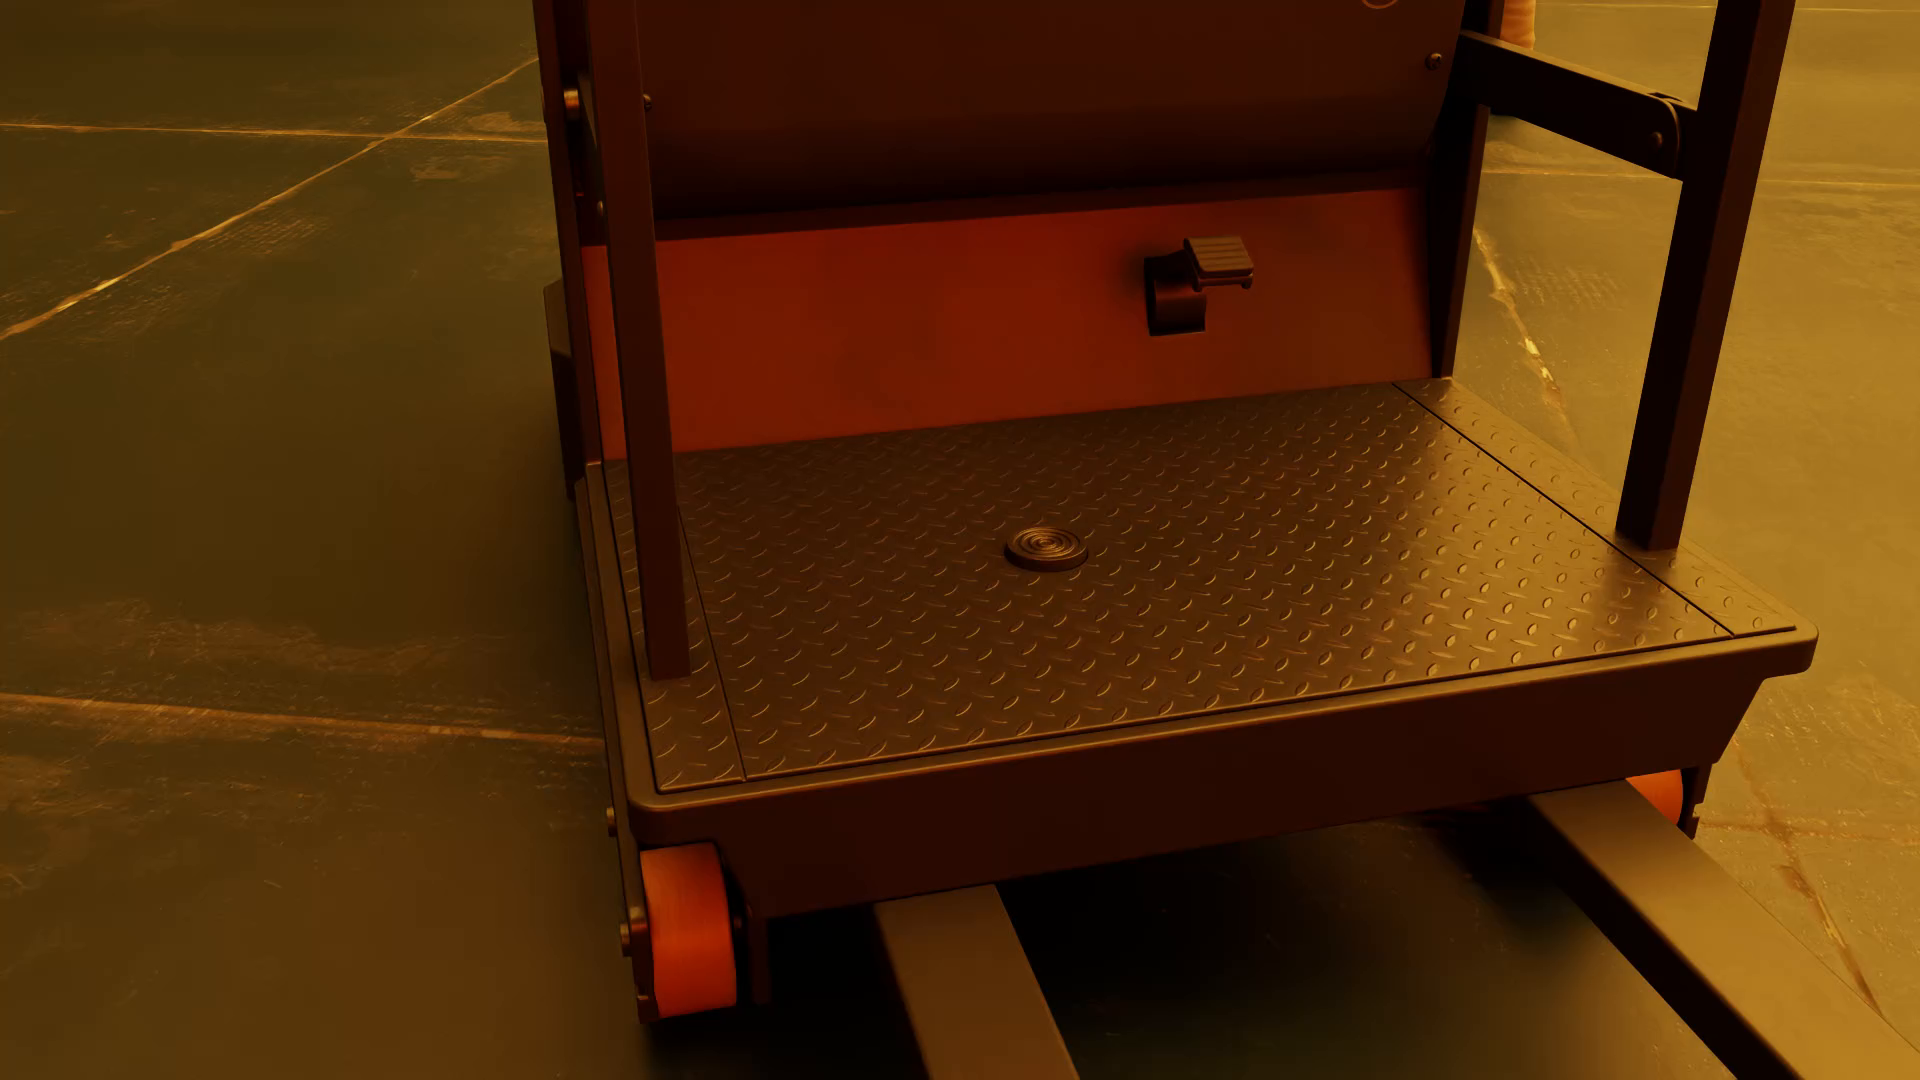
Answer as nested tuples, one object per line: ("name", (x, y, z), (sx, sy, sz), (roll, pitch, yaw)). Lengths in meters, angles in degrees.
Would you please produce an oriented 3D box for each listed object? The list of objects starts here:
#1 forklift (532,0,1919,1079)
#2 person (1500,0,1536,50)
("forklift", (0.153, -1.049, 1.319), (1.130, 2.935, 3.031), (-7, 27, -13))
("person", (1.470, -2.109, 4.774), (0.640, 1.727, 0.551), (1, 27, 3))
